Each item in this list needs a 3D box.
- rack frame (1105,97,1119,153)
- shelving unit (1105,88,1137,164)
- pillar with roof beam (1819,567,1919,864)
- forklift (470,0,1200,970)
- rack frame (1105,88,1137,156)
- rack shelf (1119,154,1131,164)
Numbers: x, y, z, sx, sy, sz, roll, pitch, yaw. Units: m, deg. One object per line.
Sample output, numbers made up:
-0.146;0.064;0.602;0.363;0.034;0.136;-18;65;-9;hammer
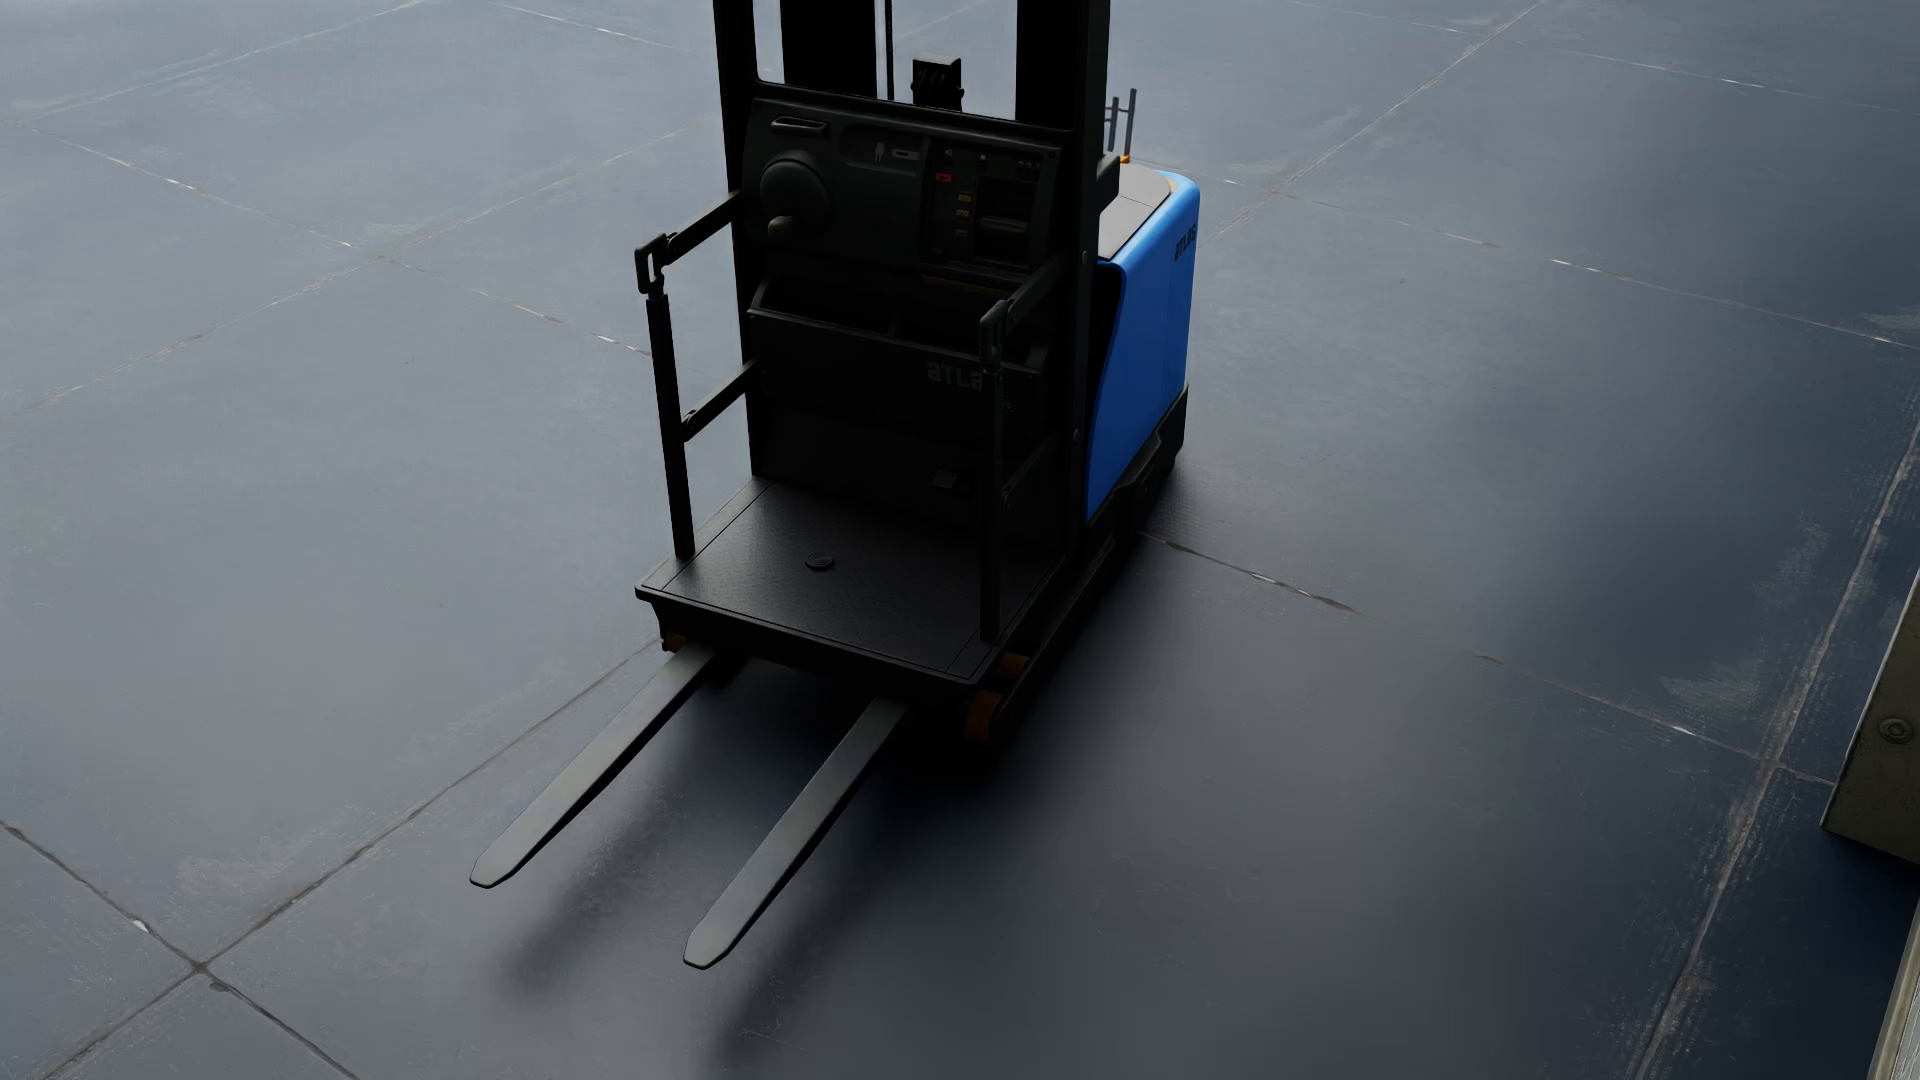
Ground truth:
0.403;-1.020;6.049;0.240;1.200;0.006;15;28;21;rack frame
0.442;-1.055;6.125;0.258;1.200;0.189;15;28;21;shelving unit
-0.971;-4.370;4.079;9.100;9.000;0.400;21;39;28;pillar with roof beam
-0.259;-0.897;4.360;1.130;2.935;3.031;14;37;20;forklift
0.480;-1.090;6.200;0.240;1.200;0.006;15;28;21;rack frame
0.461;-1.337;5.984;0.258;0.103;0.180;15;28;21;rack shelf
